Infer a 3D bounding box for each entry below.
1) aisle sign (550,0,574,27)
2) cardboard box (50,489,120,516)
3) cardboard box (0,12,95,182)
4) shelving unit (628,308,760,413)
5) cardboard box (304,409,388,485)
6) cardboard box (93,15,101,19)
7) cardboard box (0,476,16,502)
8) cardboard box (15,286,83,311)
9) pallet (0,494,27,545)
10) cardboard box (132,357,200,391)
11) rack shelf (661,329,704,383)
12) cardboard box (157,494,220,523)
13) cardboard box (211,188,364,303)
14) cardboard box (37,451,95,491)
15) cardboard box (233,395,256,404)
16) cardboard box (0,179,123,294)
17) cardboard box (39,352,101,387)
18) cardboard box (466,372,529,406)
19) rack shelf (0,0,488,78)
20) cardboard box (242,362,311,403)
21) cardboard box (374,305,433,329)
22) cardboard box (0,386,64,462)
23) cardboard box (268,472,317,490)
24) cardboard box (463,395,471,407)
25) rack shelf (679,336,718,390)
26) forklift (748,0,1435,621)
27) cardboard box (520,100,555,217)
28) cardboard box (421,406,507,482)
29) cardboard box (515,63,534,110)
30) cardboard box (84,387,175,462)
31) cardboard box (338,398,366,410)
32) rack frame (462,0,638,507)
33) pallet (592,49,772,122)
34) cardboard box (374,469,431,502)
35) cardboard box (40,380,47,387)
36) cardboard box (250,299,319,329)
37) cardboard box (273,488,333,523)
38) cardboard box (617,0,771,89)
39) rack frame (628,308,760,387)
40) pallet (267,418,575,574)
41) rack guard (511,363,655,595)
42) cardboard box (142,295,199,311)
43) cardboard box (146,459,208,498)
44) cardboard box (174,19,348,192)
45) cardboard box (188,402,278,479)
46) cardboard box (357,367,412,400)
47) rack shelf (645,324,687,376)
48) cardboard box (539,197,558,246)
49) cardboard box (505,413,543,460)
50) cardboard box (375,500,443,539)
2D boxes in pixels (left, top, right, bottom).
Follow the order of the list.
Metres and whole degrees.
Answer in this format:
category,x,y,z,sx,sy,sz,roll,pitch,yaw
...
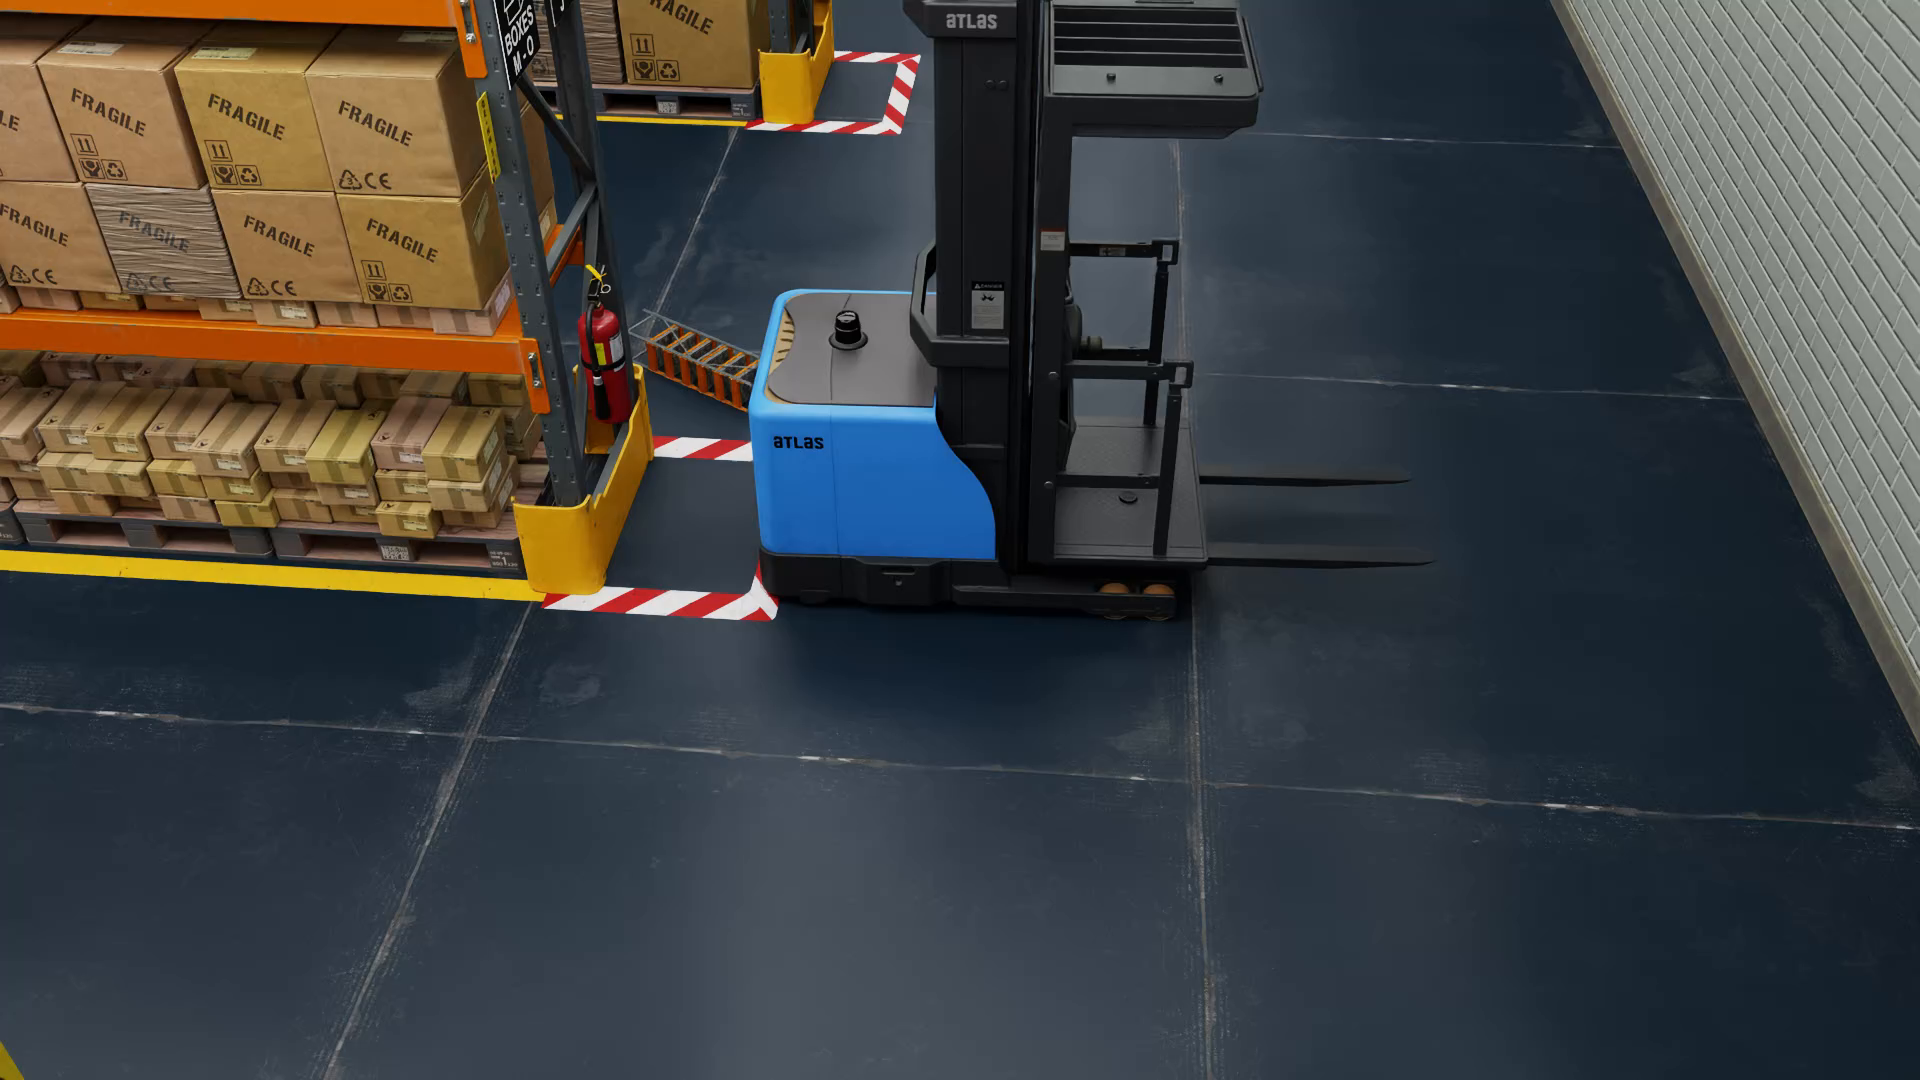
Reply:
category,x,y,z,sx,sy,sz,roll,pitch,yaw
aisle sign,-1.596,-2.473,6.523,0.004,0.787,0.394,3,39,4
cardboard box,-4.048,-0.288,7.824,0.250,0.149,0.380,2,39,3
cardboard box,-3.723,-1.767,6.609,0.500,0.500,0.500,2,39,2
shelving unit,-1.324,-0.926,8.905,1.200,0.189,0.258,24,45,27
cardboard box,-2.758,-0.421,7.516,0.250,0.149,0.380,2,39,3
cardboard box,-3.647,-2.105,7.023,0.500,0.500,0.500,2,39,2
cardboard box,-4.570,-0.355,7.907,0.250,0.149,0.380,2,39,3
cardboard box,-3.838,-1.153,7.159,0.250,0.149,0.380,5,39,6
pallet,-5.008,-0.402,8.247,1.213,0.211,1.003,3,39,4
cardboard box,-3.759,-0.823,8.010,0.250,0.149,0.380,3,39,4
rack shelf,-1.484,-0.998,8.993,0.103,0.180,0.258,24,45,27
cardboard box,-3.535,-0.261,7.790,0.250,0.149,0.380,4,39,5
cardboard box,-2.677,-1.328,6.861,0.500,0.500,0.500,3,39,3
cardboard box,-4.054,-0.402,7.728,0.250,0.149,0.380,3,39,3
cardboard box,-3.506,-0.676,8.065,0.250,0.149,0.380,5,39,6
cardboard box,-3.679,-1.383,6.929,0.500,0.500,0.500,5,39,6
cardboard box,-4.267,-0.912,8.119,0.250,0.149,0.380,1,39,2
cardboard box,-2.187,-0.810,7.994,0.250,0.149,0.380,1,39,2
rack shelf,-3.687,-2.273,6.531,4.000,0.370,1.077,3,39,4
cardboard box,-3.242,-0.826,8.014,0.250,0.149,0.380,5,39,6
cardboard box,-2.288,-1.060,7.045,0.250,0.149,0.380,3,39,4
cardboard box,-4.321,-0.536,7.658,0.250,0.149,0.380,4,39,5
cardboard box,-3.022,-0.408,7.736,0.250,0.149,0.380,3,39,3
cardboard box,-2.462,-0.693,8.086,0.250,0.149,0.380,3,39,4
rack shelf,-1.386,-0.954,8.939,0.103,0.180,0.258,24,45,27
forklift,0.630,-1.120,6.974,3.031,2.935,1.130,2,39,2
cardboard box,-2.118,-1.632,7.235,0.500,0.500,0.500,5,39,6
cardboard box,-2.244,-0.437,7.536,0.250,0.149,0.380,4,39,4
cardboard box,-2.119,-2.013,6.911,0.500,0.500,0.500,3,39,4
cardboard box,-3.800,-0.535,7.657,0.250,0.149,0.380,3,39,4
cardboard box,-2.960,-0.733,8.135,0.250,0.149,0.380,4,39,5
rack frame,-1.695,-1.280,7.117,0.127,3.000,1.000,3,39,4
pallet,-1.969,-3.307,11.816,1.213,0.211,1.003,3,39,4
cardboard box,-2.501,-0.350,7.664,0.250,0.149,0.380,2,39,3
cardboard box,-4.558,-0.767,8.177,0.250,0.149,0.380,3,39,4
cardboard box,-2.796,-1.063,7.049,0.250,0.149,0.380,4,39,5
cardboard box,-3.005,-0.259,7.788,0.250,0.149,0.380,4,39,4
cardboard box,-1.811,-3.717,11.462,0.875,0.875,0.875,3,39,4
rack frame,-1.324,-0.997,8.847,1.200,0.006,0.240,24,45,27
pallet,-2.577,-0.269,8.084,1.213,0.211,1.003,3,39,4
rack guard,-1.770,-0.315,7.911,0.348,0.500,1.175,3,39,4
cardboard box,-3.320,-1.148,7.154,0.250,0.149,0.380,2,39,2
cardboard box,-3.534,-0.375,7.695,0.250,0.149,0.380,5,39,6
cardboard box,-2.677,-1.718,6.548,0.500,0.500,0.500,2,39,2
cardboard box,-3.283,-0.455,7.558,0.250,0.149,0.380,5,39,6
cardboard box,-2.712,-0.844,8.035,0.250,0.149,0.380,3,39,4
rack shelf,-1.582,-1.041,9.047,0.103,0.180,0.258,24,45,27
cardboard box,-1.989,-1.406,7.471,0.250,0.149,0.380,3,39,3
cardboard box,-2.189,-0.567,8.167,0.250,0.149,0.380,4,39,5
cardboard box,-2.502,-0.185,7.697,0.250,0.149,0.380,4,39,5
